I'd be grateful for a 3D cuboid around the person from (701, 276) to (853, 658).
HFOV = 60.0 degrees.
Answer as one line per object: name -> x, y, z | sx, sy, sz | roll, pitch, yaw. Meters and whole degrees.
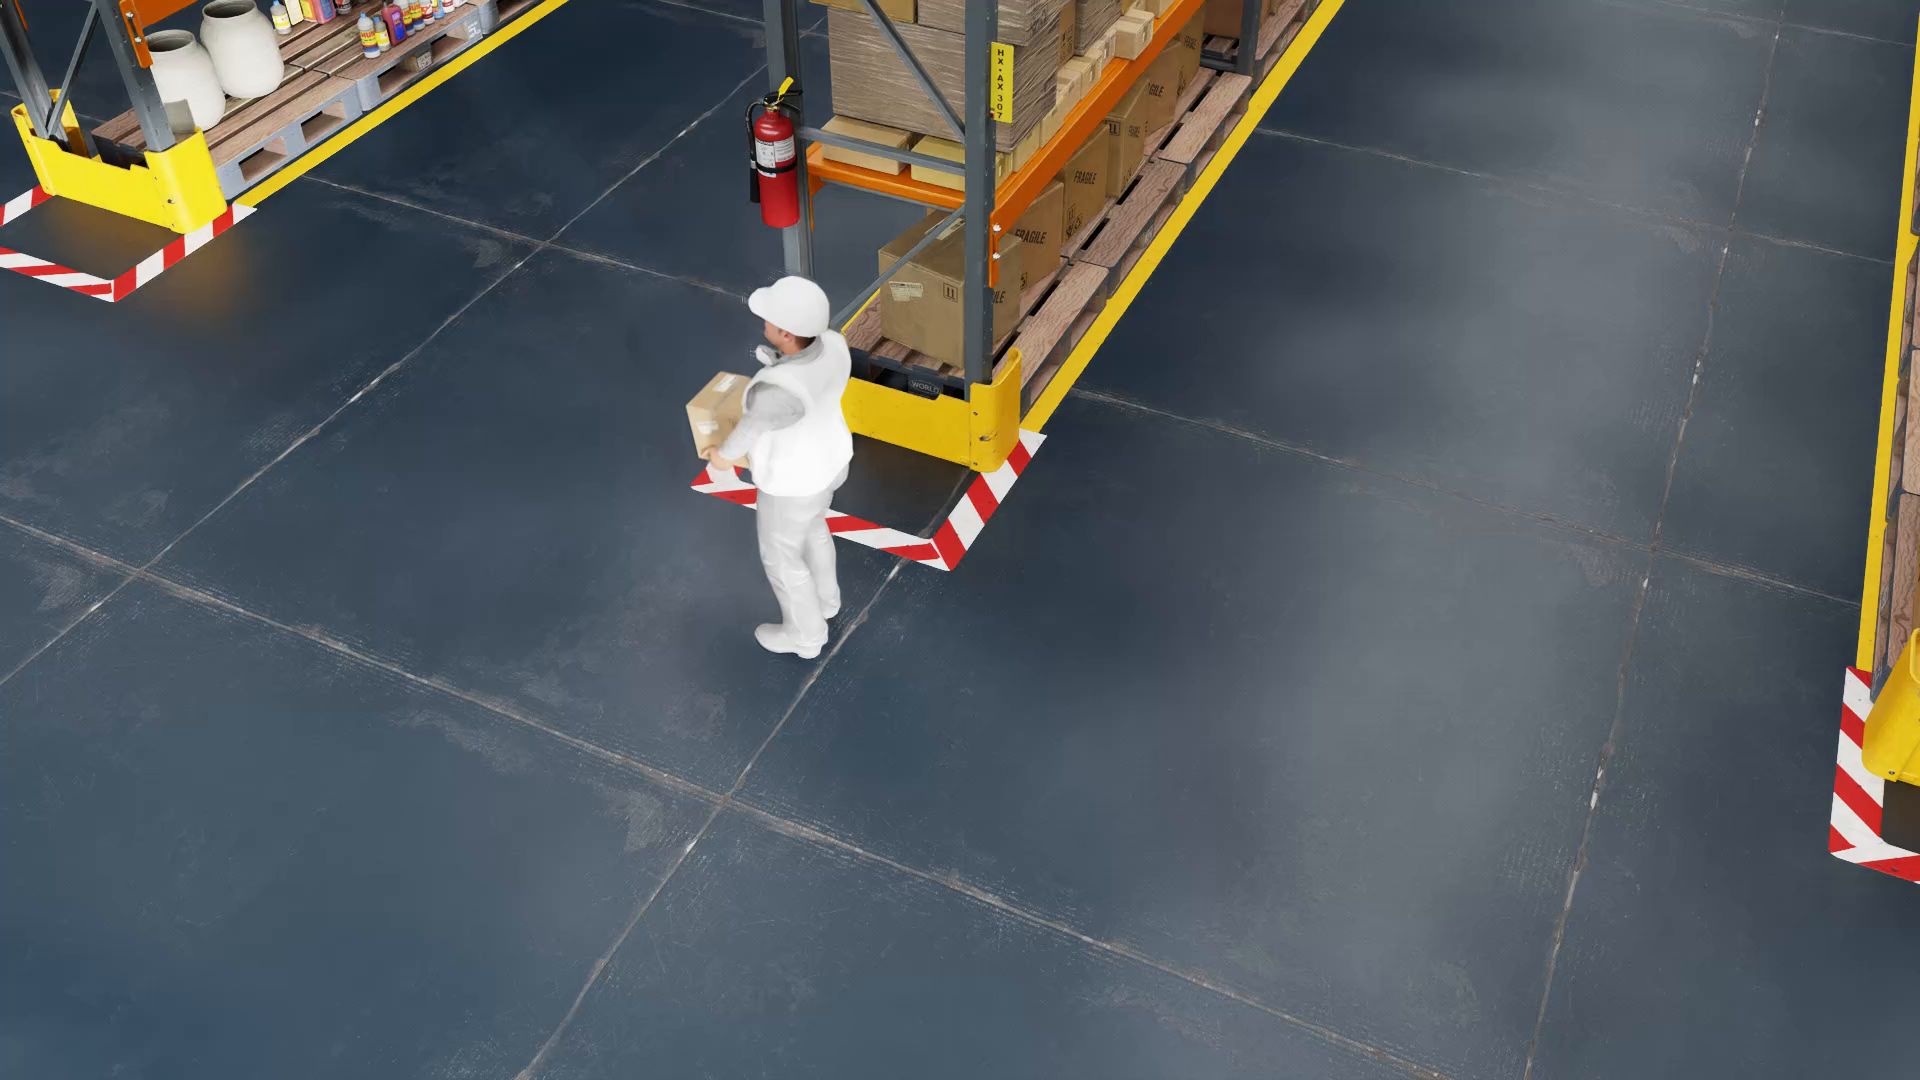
person -> -0.712, -0.300, 6.483 | 0.546, 1.765, 0.494 | 18, 45, 19
